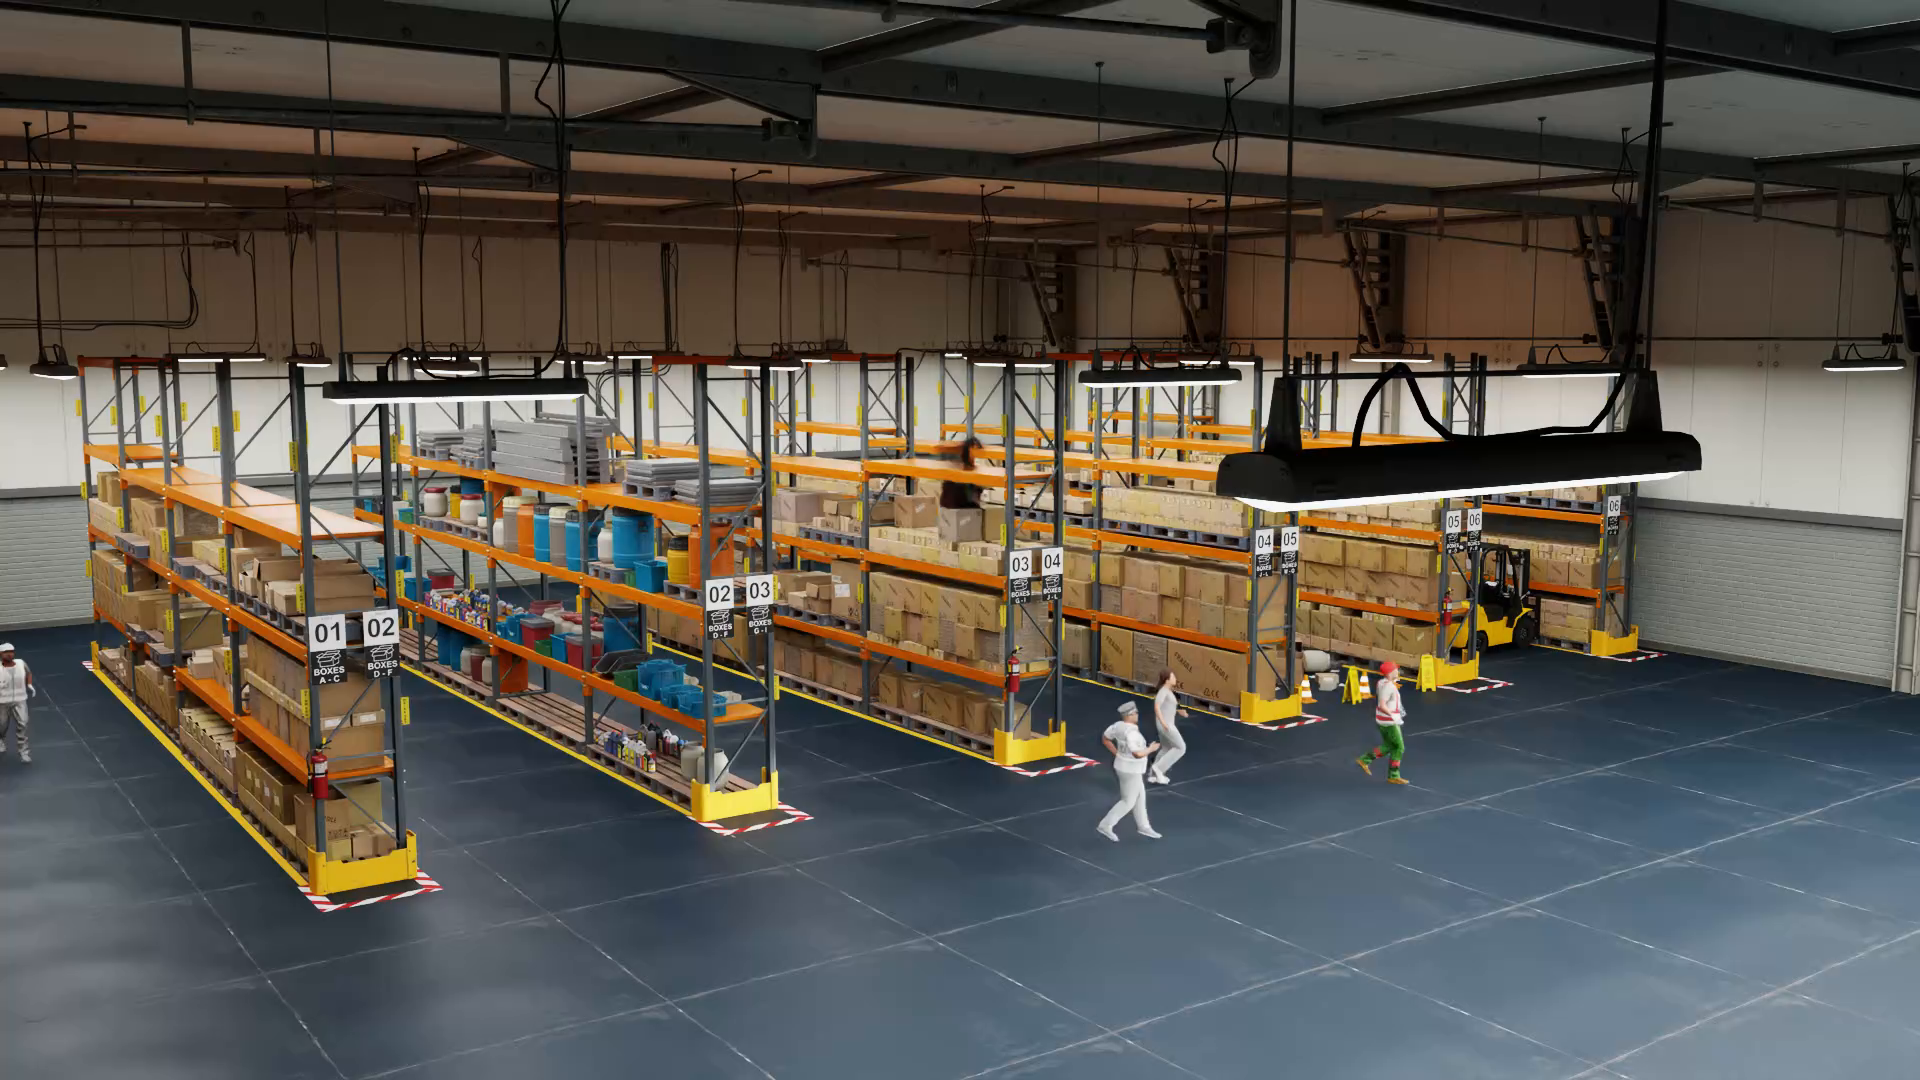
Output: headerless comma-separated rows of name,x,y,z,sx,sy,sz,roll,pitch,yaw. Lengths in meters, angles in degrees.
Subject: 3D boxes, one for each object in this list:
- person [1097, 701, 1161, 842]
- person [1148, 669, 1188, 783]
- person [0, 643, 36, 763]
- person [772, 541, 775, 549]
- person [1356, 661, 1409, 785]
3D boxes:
person,2.134,2.909,20.839,0.898,1.805,0.635,-1,7,-12
person,2.965,2.647,23.610,0.576,1.629,0.573,0,7,1
person,-14.209,2.417,24.894,0.695,1.761,0.991,-6,9,-42
person,-4.841,0.496,41.763,0.471,1.596,0.632,-1,7,-7
person,6.037,2.595,23.645,0.741,1.767,0.667,1,7,5
